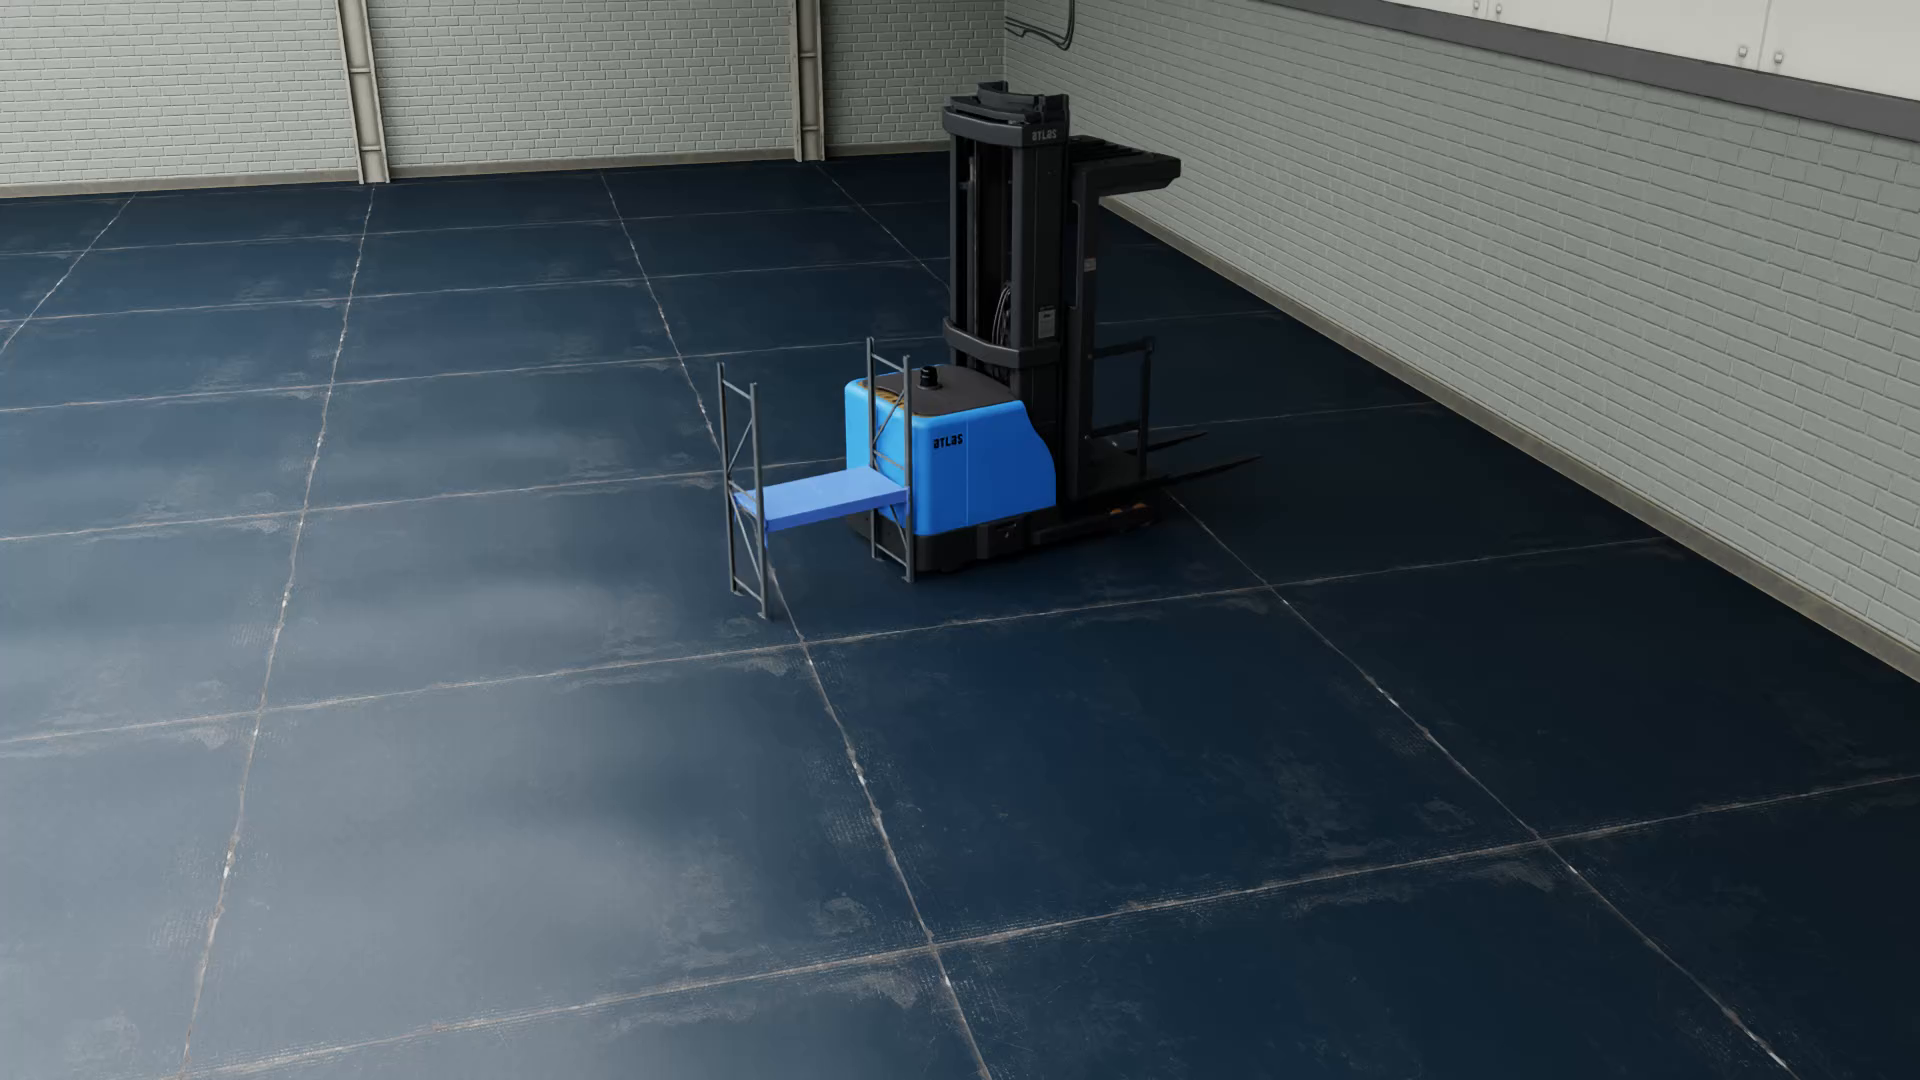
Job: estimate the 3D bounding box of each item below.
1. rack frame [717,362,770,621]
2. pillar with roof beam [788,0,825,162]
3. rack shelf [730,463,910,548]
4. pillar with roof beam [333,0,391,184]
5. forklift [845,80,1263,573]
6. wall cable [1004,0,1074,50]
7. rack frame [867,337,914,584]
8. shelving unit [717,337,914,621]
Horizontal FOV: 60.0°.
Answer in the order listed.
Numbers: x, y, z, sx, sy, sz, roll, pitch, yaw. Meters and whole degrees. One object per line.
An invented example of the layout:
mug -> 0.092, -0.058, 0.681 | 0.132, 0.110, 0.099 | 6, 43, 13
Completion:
rack frame -> -1.303, -0.284, 10.010 | 0.032, 1.500, 0.500 | -14, 27, -29
pillar with roof beam -> -1.017, -8.024, 18.538 | 0.400, 9.000, 9.100 | -6, 24, -14
rack shelf -> -0.871, -0.225, 10.328 | 1.000, 0.185, 0.538 | -14, 27, -29
pillar with roof beam -> -6.794, -7.385, 17.049 | 0.400, 9.000, 9.100 | -6, 24, -14
forklift -> 0.747, -1.555, 11.157 | 3.031, 2.935, 1.130 | -14, 27, -29
wall cable -> 1.014, -8.043, 22.521 | 0.112, 2.526, 3.097 | -6, 24, -14
rack frame -> -0.439, -0.496, 10.504 | 0.032, 1.500, 0.500 | -14, 27, -29
shelving unit -> -0.871, -0.390, 10.257 | 1.048, 1.500, 0.538 | -14, 27, -29
